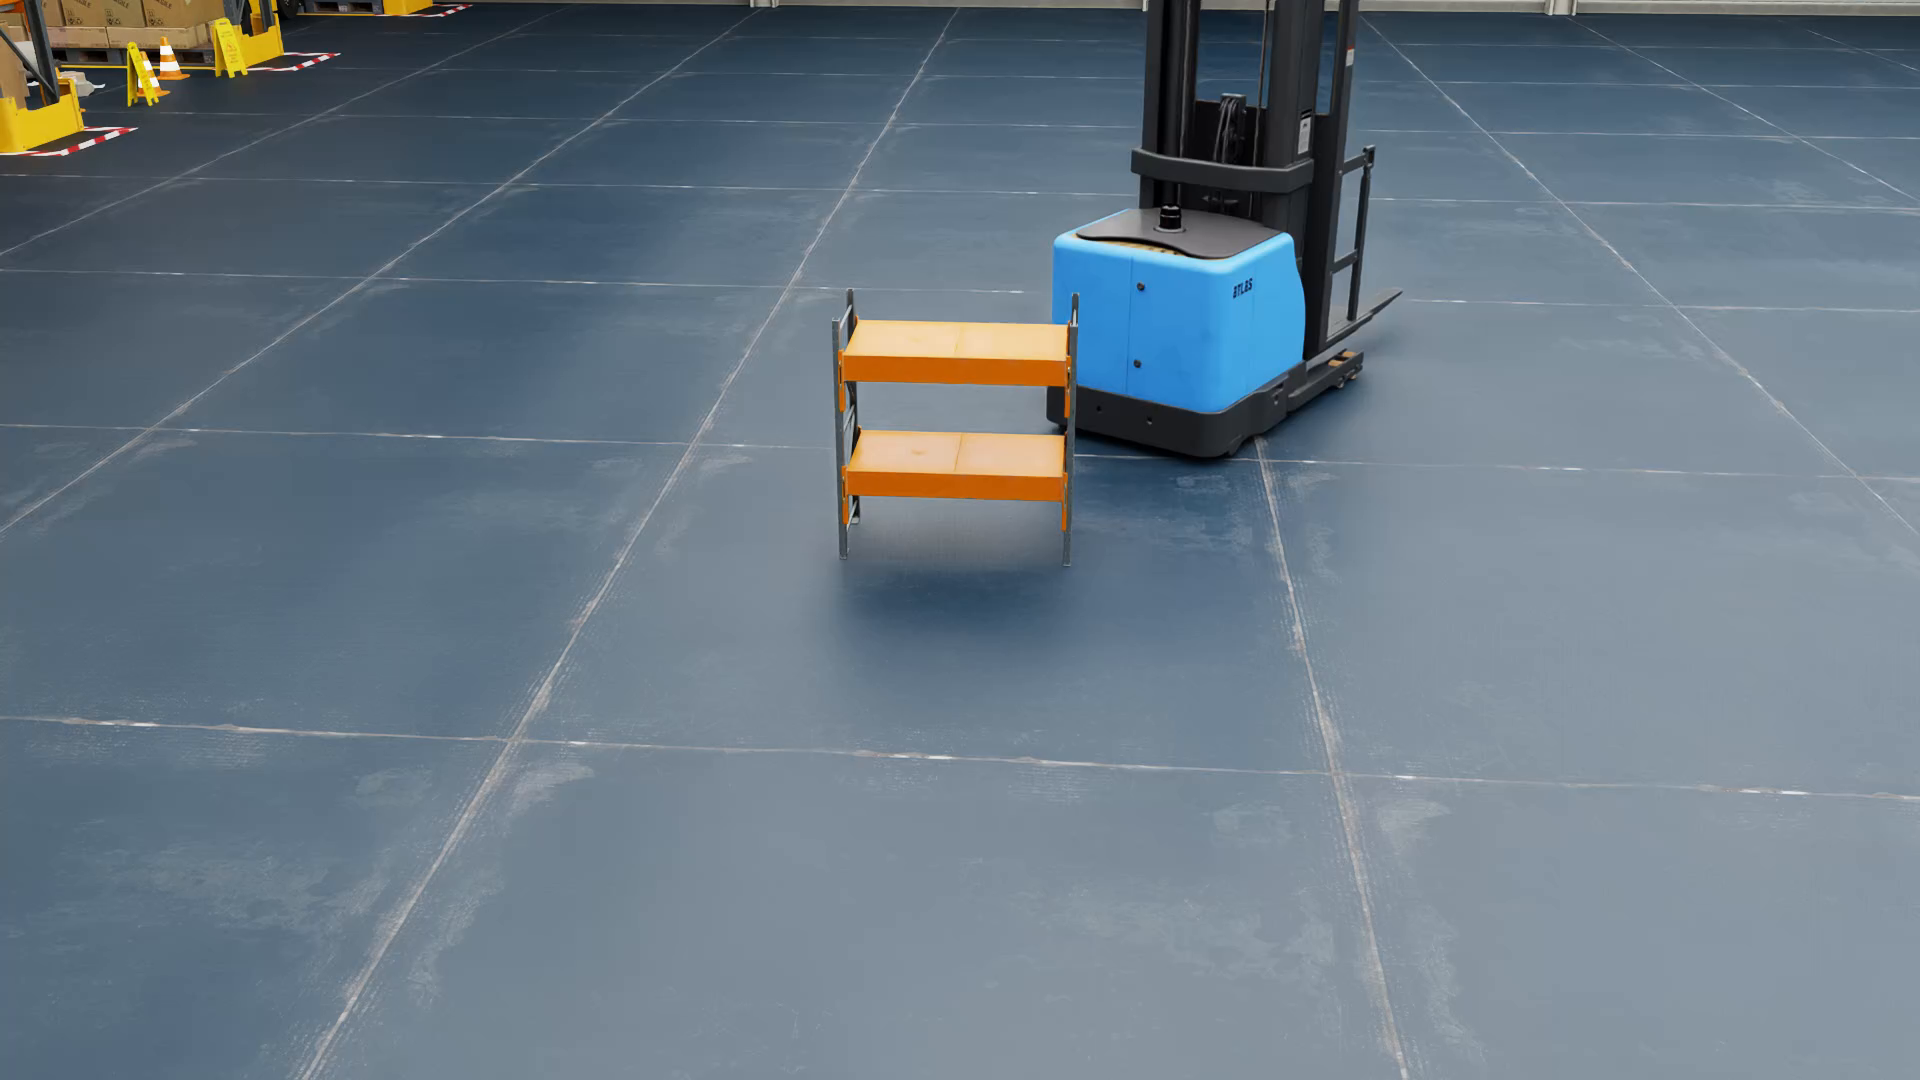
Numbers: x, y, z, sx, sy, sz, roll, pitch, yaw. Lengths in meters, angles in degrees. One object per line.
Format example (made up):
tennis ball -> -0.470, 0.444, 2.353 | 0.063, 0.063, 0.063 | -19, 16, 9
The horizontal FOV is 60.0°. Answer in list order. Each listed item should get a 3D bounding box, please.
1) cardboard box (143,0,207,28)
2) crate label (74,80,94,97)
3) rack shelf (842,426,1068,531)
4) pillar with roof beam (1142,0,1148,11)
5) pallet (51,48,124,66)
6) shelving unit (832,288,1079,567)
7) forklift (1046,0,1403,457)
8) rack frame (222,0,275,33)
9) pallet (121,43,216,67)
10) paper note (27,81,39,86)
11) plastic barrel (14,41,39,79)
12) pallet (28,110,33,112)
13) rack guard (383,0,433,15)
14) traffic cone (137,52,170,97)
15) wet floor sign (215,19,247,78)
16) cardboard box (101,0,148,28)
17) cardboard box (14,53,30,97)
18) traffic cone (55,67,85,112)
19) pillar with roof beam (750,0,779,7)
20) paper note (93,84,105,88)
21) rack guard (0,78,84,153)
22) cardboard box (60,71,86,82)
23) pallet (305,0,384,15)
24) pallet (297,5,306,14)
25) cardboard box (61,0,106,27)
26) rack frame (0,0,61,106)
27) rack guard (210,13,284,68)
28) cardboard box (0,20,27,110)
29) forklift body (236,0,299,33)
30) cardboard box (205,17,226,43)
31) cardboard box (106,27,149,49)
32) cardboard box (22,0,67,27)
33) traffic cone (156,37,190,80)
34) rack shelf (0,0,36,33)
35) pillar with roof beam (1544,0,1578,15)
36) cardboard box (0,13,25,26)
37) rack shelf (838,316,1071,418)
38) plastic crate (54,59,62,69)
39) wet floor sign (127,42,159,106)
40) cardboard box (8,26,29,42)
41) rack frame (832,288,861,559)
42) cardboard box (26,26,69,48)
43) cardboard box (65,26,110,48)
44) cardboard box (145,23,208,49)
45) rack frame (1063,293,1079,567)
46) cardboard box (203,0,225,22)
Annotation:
cardboard box -> -9.568, -6.527, 20.237 | 0.500, 0.500, 0.500 | 2, 25, 4
crate label -> -9.811, -5.030, 18.517 | 0.298, 0.136, 0.250 | -11, 27, -23
rack shelf -> -0.007, -0.289, 7.618 | 1.000, 0.278, 0.538 | 2, 25, 4
pillar with roof beam -> 2.637, -10.342, 19.460 | 0.400, 9.000, 9.100 | 2, 25, 4
pallet -> -10.846, -6.145, 20.851 | 1.213, 0.211, 1.003 | 2, 25, 4
shelving unit -> -0.007, -0.511, 7.515 | 1.048, 1.125, 0.538 | 2, 25, 4
forklift -> 1.723, -2.314, 9.272 | 1.130, 2.935, 3.031 | 16, 29, 31
rack frame -> -8.749, -7.328, 20.087 | 0.127, 3.000, 1.000 | 2, 25, 4
pallet -> -9.632, -6.104, 20.764 | 1.213, 0.211, 1.003 | 2, 25, 4
paper note -> -10.680, -5.264, 19.168 | 0.142, 0.019, 0.148 | 11, 27, 22
plastic barrel -> -10.925, -5.593, 19.398 | 0.421, 0.421, 0.512 | 22, 33, 39
pallet -> -9.831, -3.988, 16.164 | 1.213, 0.211, 1.003 | 2, 25, 4
rack guard -> -8.349, -8.261, 25.104 | 0.348, 0.500, 1.175 | 2, 25, 4
traffic cone -> -9.023, -5.178, 18.450 | 0.334, 0.463, 0.336 | 2, 25, 4
wet floor sign -> -8.642, -5.806, 19.597 | 0.232, 0.644, 0.267 | 11, 27, 22
cardboard box -> -10.089, -6.543, 20.270 | 0.500, 0.500, 0.500 | 3, 25, 6
cardboard box -> -10.694, -5.195, 18.438 | 0.637, 0.503, 0.797 | -17, 30, -32
traffic cone -> -9.448, -4.718, 17.450 | 0.334, 0.463, 0.336 | 2, 25, 4
pillar with roof beam -> -3.345, -10.534, 19.878 | 0.400, 9.000, 9.100 | 2, 25, 4
paper note -> -9.844, -5.180, 18.971 | 0.142, 0.019, 0.148 | -7, 26, -14
rack guard -> -9.004, -4.125, 16.117 | 0.348, 0.500, 1.175 | 2, 25, 4
cardboard box -> -10.210, -5.233, 18.945 | 0.250, 0.149, 0.380 | 16, 29, 31
pallet -> -9.139, -8.137, 25.182 | 1.213, 0.211, 1.003 | 2, 25, 4
pallet -> -10.352, -8.177, 25.269 | 1.213, 0.211, 1.003 | 2, 25, 4
cardboard box -> -10.591, -6.562, 20.312 | 0.500, 0.500, 0.500 | 1, 25, 3
rack frame -> -9.028, -5.262, 15.597 | 0.127, 3.000, 1.000 | 2, 25, 4
rack guard -> -8.825, -6.195, 20.615 | 0.348, 0.500, 1.175 | 2, 25, 4
cardboard box -> -9.709, -4.481, 15.940 | 0.875, 0.875, 0.875 | 2, 25, 4
forklift body -> -10.403, -8.312, 23.240 | 1.214, 2.155, 2.313 | 2, 25, 4
cardboard box -> -9.532, -6.411, 20.881 | 0.500, 0.250, 0.500 | 2, 25, 4
cardboard box -> -10.092, -6.203, 20.430 | 0.500, 0.250, 0.500 | 2, 25, 4
cardboard box -> -11.119, -6.577, 20.346 | 0.500, 0.500, 0.500 | 3, 25, 7
traffic cone -> -9.277, -5.652, 19.479 | 0.334, 0.463, 0.336 | 2, 25, 4
rack shelf -> -11.022, -4.999, 15.886 | 4.000, 0.370, 1.077 | 2, 25, 4
pillar with roof beam -> 8.619, -10.150, 19.043 | 0.400, 9.000, 9.100 | 2, 25, 4
cardboard box -> -11.635, -6.595, 20.383 | 0.500, 0.500, 0.500 | 3, 25, 6
rack shelf -> -0.007, -0.777, 7.393 | 1.000, 0.278, 0.538 | 2, 25, 4
plastic crate -> -11.235, -5.738, 20.124 | 0.583, 0.080, 0.402 | -7, 26, -14
wet floor sign -> -8.847, -5.017, 17.880 | 0.232, 0.644, 0.267 | -2, 25, -5
cardboard box -> -11.637, -6.254, 20.540 | 0.500, 0.250, 0.500 | 3, 25, 7
rack frame -> -0.514, -0.527, 7.551 | 0.032, 1.125, 0.500 | 2, 25, 4
cardboard box -> -11.108, -6.238, 20.505 | 0.500, 0.250, 0.500 | 2, 25, 3
cardboard box -> -10.614, -6.218, 20.461 | 0.500, 0.250, 0.500 | 1, 25, 2
cardboard box -> -9.600, -6.184, 20.388 | 0.500, 0.250, 0.500 | 2, 25, 4
rack frame -> 0.500, -0.495, 7.480 | 0.032, 1.125, 0.500 | 2, 25, 4
cardboard box -> -9.556, -6.752, 20.725 | 0.500, 0.500, 0.500 | 1, 25, 2
